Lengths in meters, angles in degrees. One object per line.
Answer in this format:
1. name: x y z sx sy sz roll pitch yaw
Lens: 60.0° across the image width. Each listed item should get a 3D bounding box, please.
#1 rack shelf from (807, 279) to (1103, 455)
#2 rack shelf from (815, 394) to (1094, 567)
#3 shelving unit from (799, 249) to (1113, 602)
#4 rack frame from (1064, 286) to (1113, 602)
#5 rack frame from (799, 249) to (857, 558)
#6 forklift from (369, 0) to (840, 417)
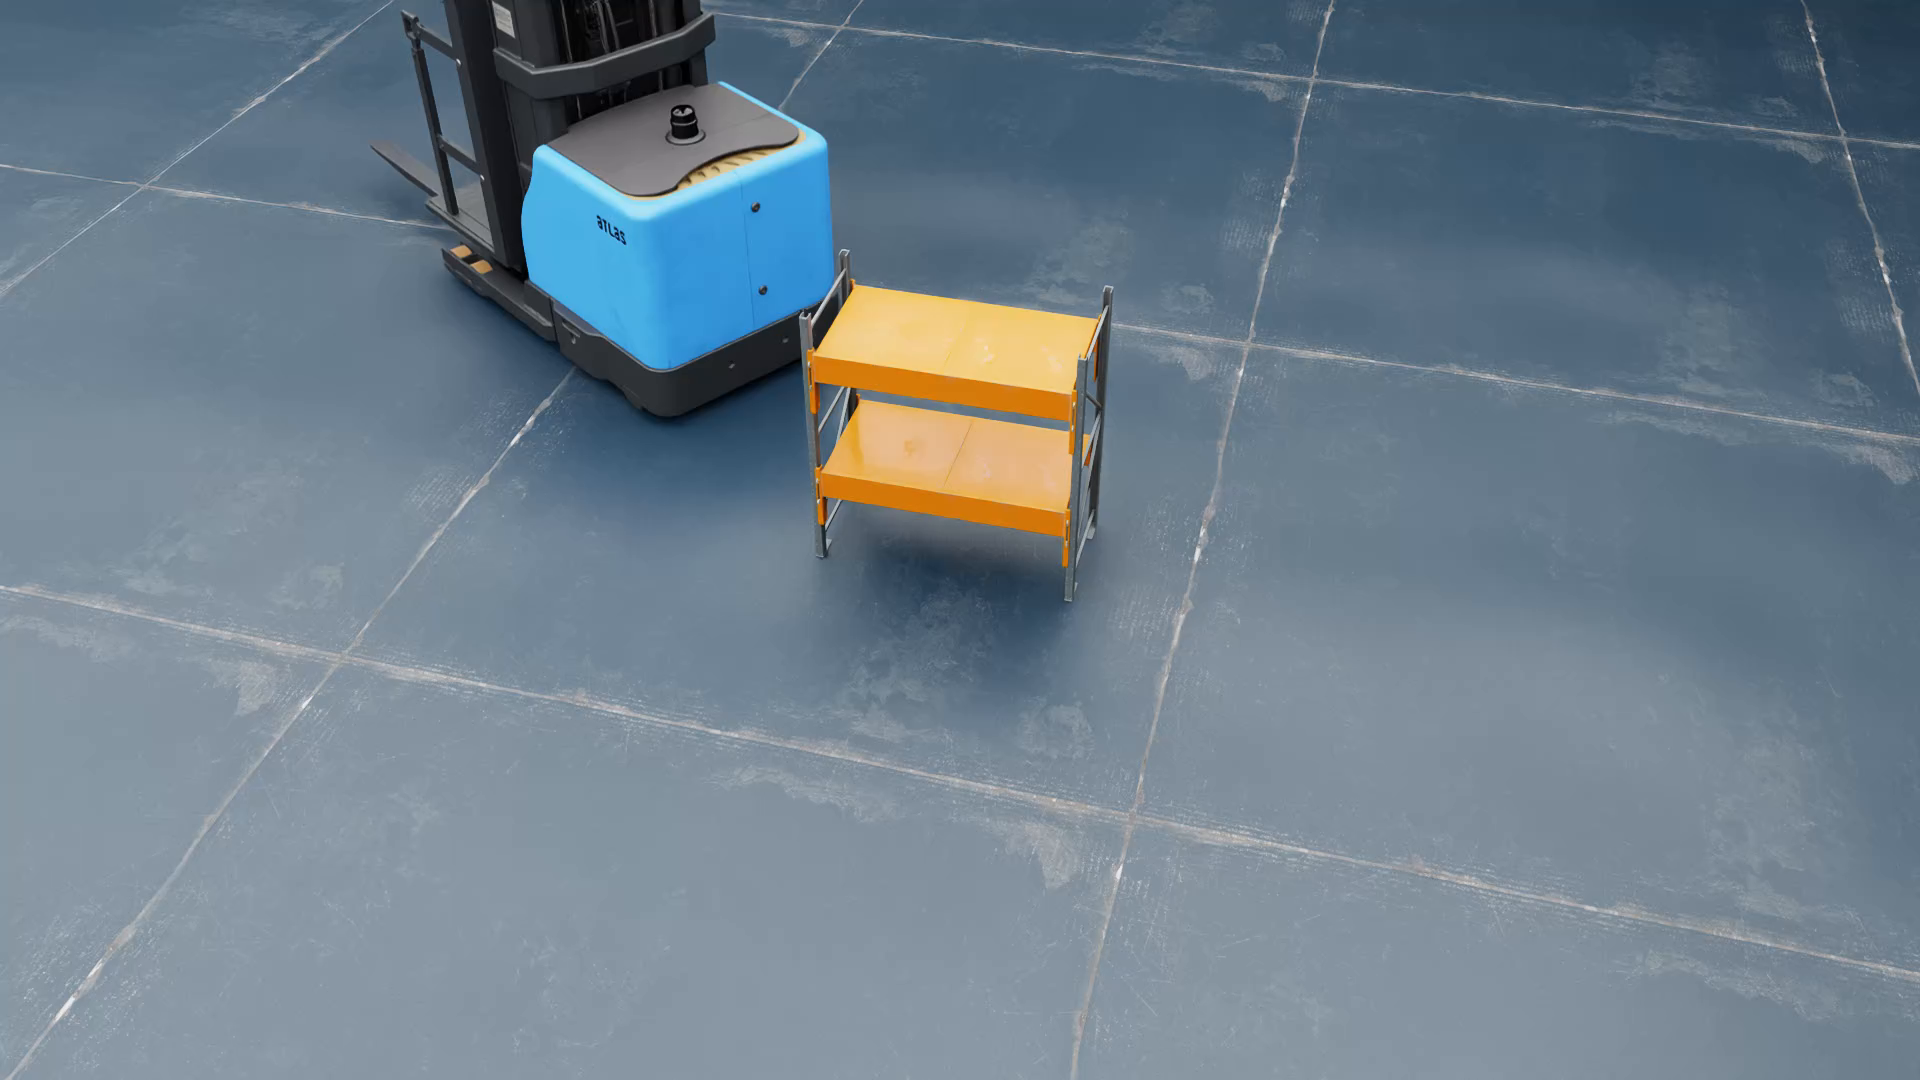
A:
1. rack shelf: -0.007 -0.656 6.201 1.000 0.278 0.538 10 41 11
2. rack shelf: -0.007 -0.245 6.547 1.000 0.278 0.538 10 41 11
3. shelving unit: -0.007 -0.432 6.390 1.048 1.125 0.538 10 41 11
4. rack frame: 0.485 -0.347 6.289 0.032 1.125 0.500 10 41 11
5. rack frame: -0.498 -0.516 6.490 0.032 1.125 0.500 10 41 11
6. forklift: -1.919 -2.525 7.478 1.130 2.935 3.031 -30 49 -31
